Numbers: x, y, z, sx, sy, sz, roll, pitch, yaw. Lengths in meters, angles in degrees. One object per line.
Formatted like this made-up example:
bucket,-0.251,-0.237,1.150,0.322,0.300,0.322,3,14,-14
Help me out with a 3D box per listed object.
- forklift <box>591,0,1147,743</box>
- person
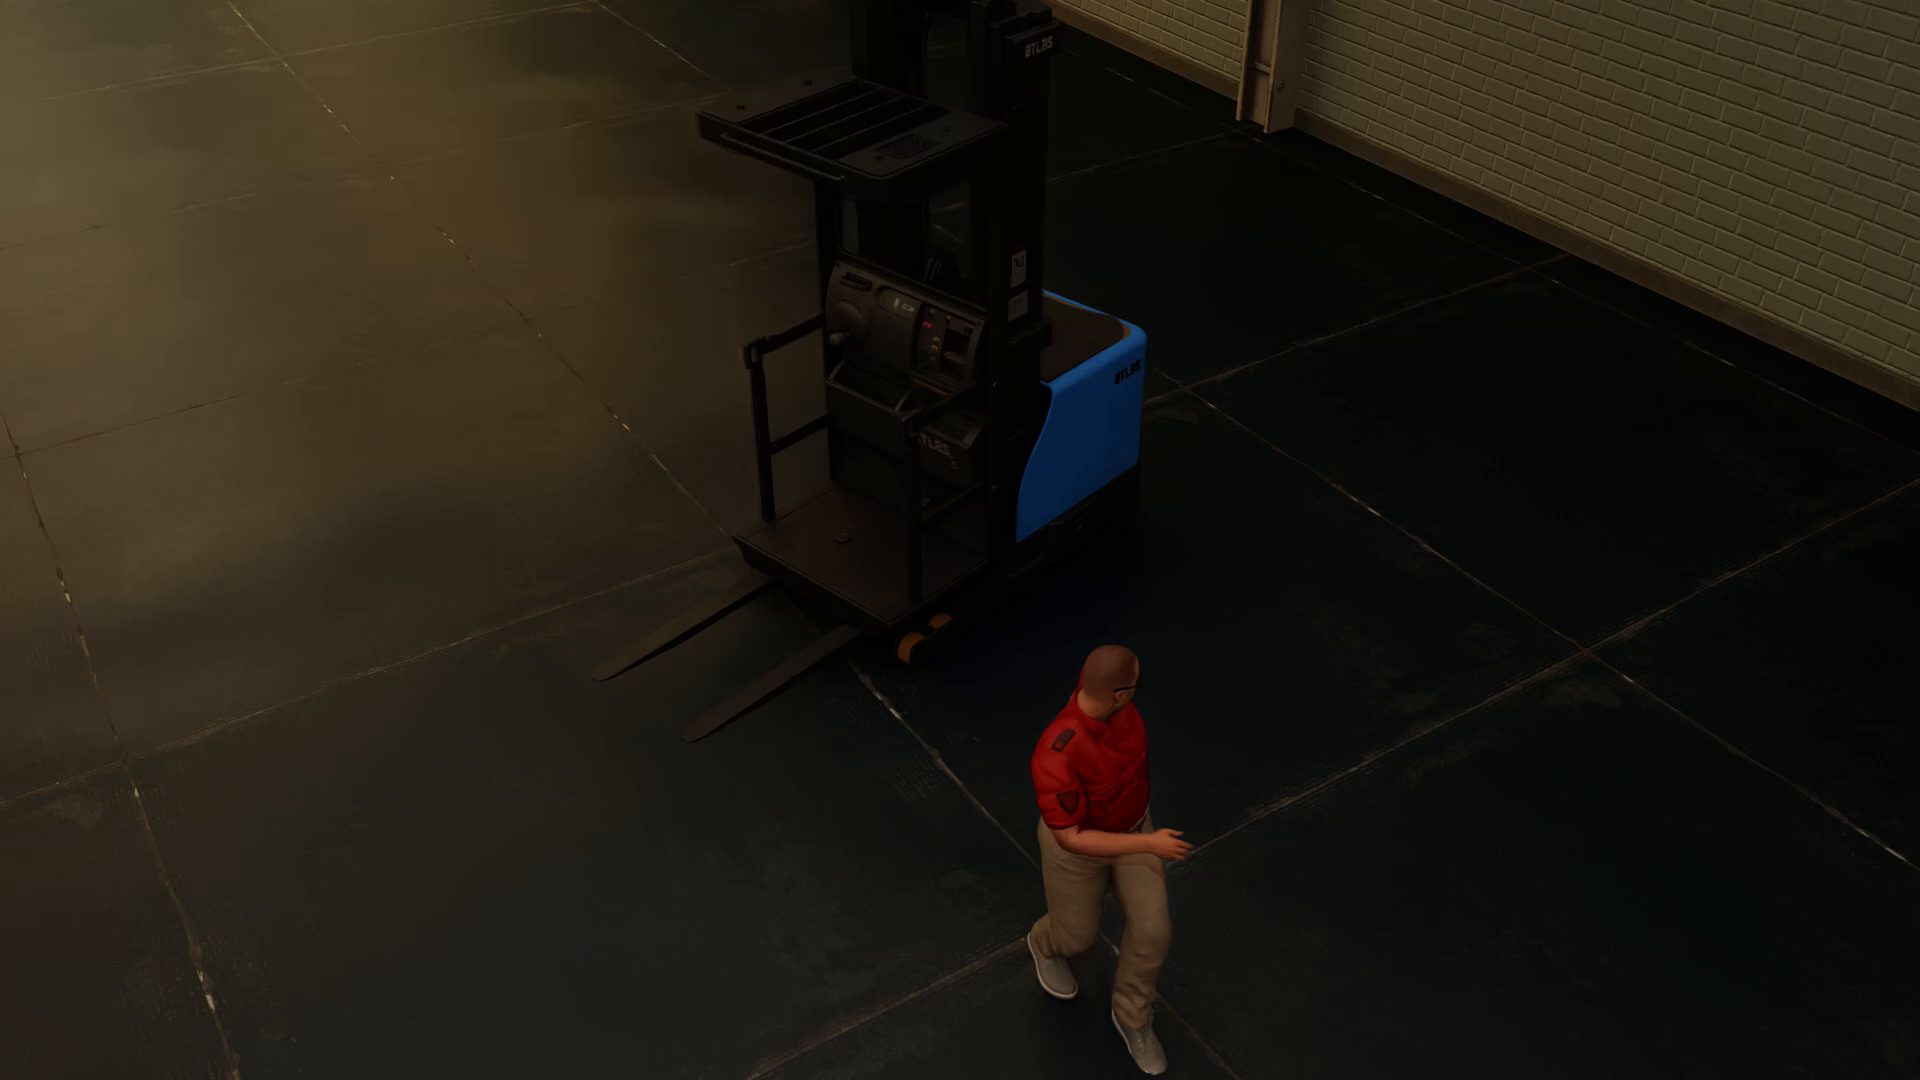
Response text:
forklift,-0.400,-0.931,7.472,1.130,2.935,3.031,27,43,33
person,0.465,1.056,5.801,0.579,1.714,0.914,-20,40,-26
